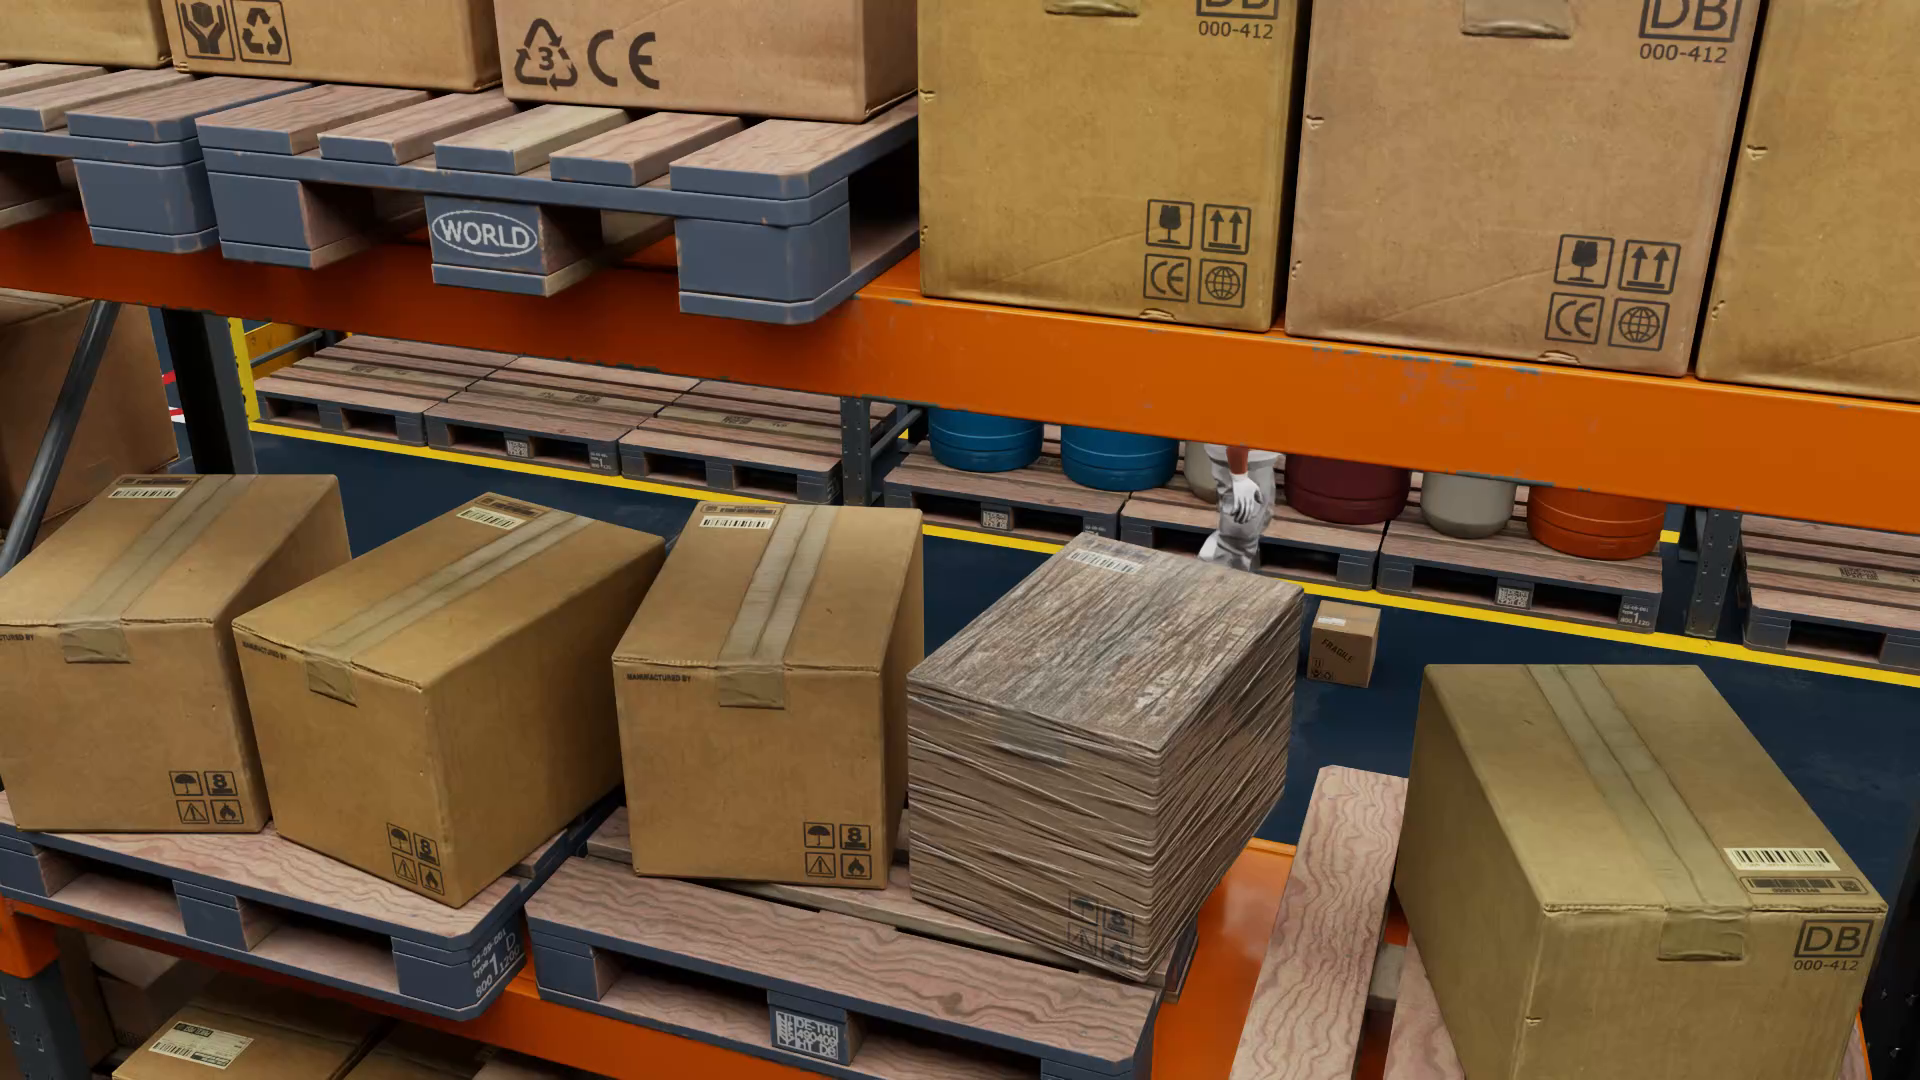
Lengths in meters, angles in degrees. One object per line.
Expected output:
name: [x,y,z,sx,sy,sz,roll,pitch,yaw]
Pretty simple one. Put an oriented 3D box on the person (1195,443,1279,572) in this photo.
person: [1.123,-0.347,6.753,0.461,1.792,0.617,3,26,6]
